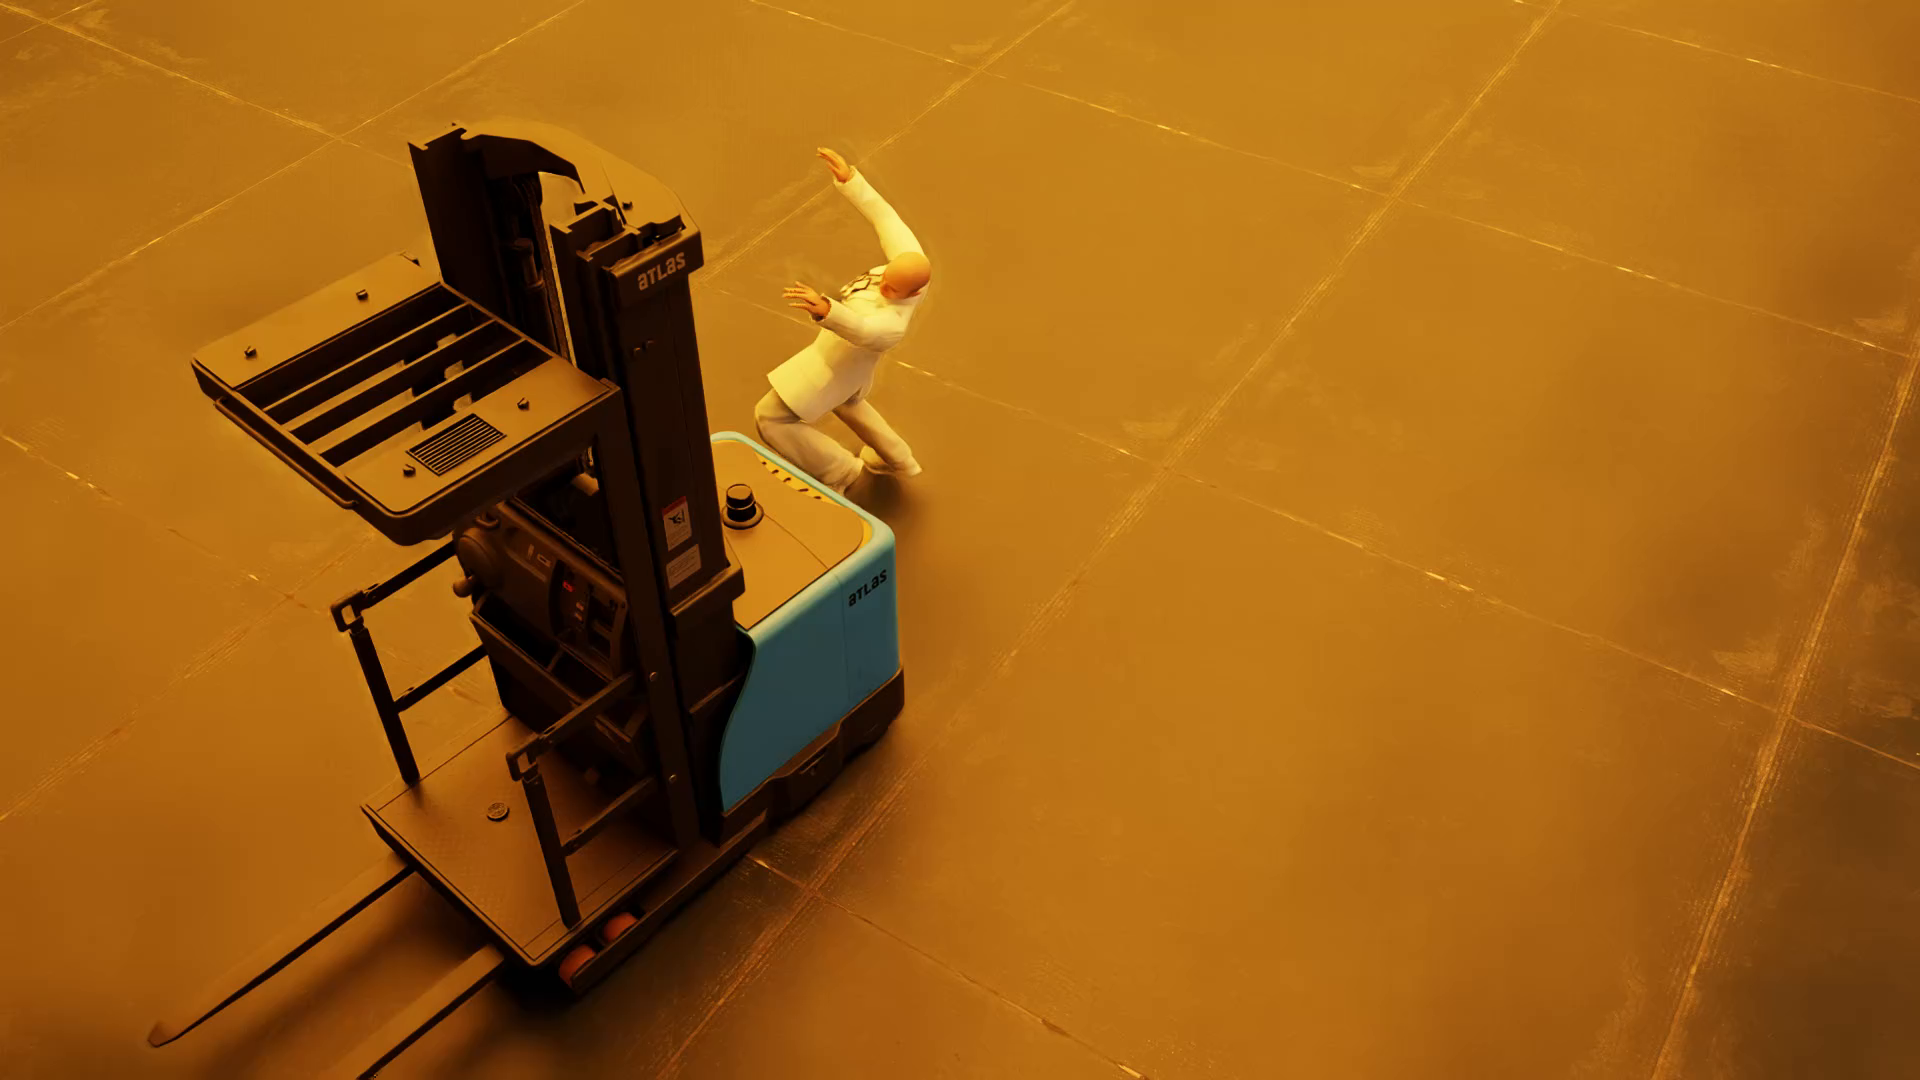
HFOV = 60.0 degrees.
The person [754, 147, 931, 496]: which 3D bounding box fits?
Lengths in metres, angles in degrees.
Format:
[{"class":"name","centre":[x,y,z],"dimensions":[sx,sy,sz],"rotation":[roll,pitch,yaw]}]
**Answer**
[{"class":"person","centre":[-0.542,-0.800,7.559],"dimensions":[0.807,1.730,1.102],"rotation":[15,46,16]}]

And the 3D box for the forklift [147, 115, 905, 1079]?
[{"class":"forklift","centre":[-1.593,0.214,5.623],"dimensions":[1.130,2.935,3.031],"rotation":[31,52,29]}]
